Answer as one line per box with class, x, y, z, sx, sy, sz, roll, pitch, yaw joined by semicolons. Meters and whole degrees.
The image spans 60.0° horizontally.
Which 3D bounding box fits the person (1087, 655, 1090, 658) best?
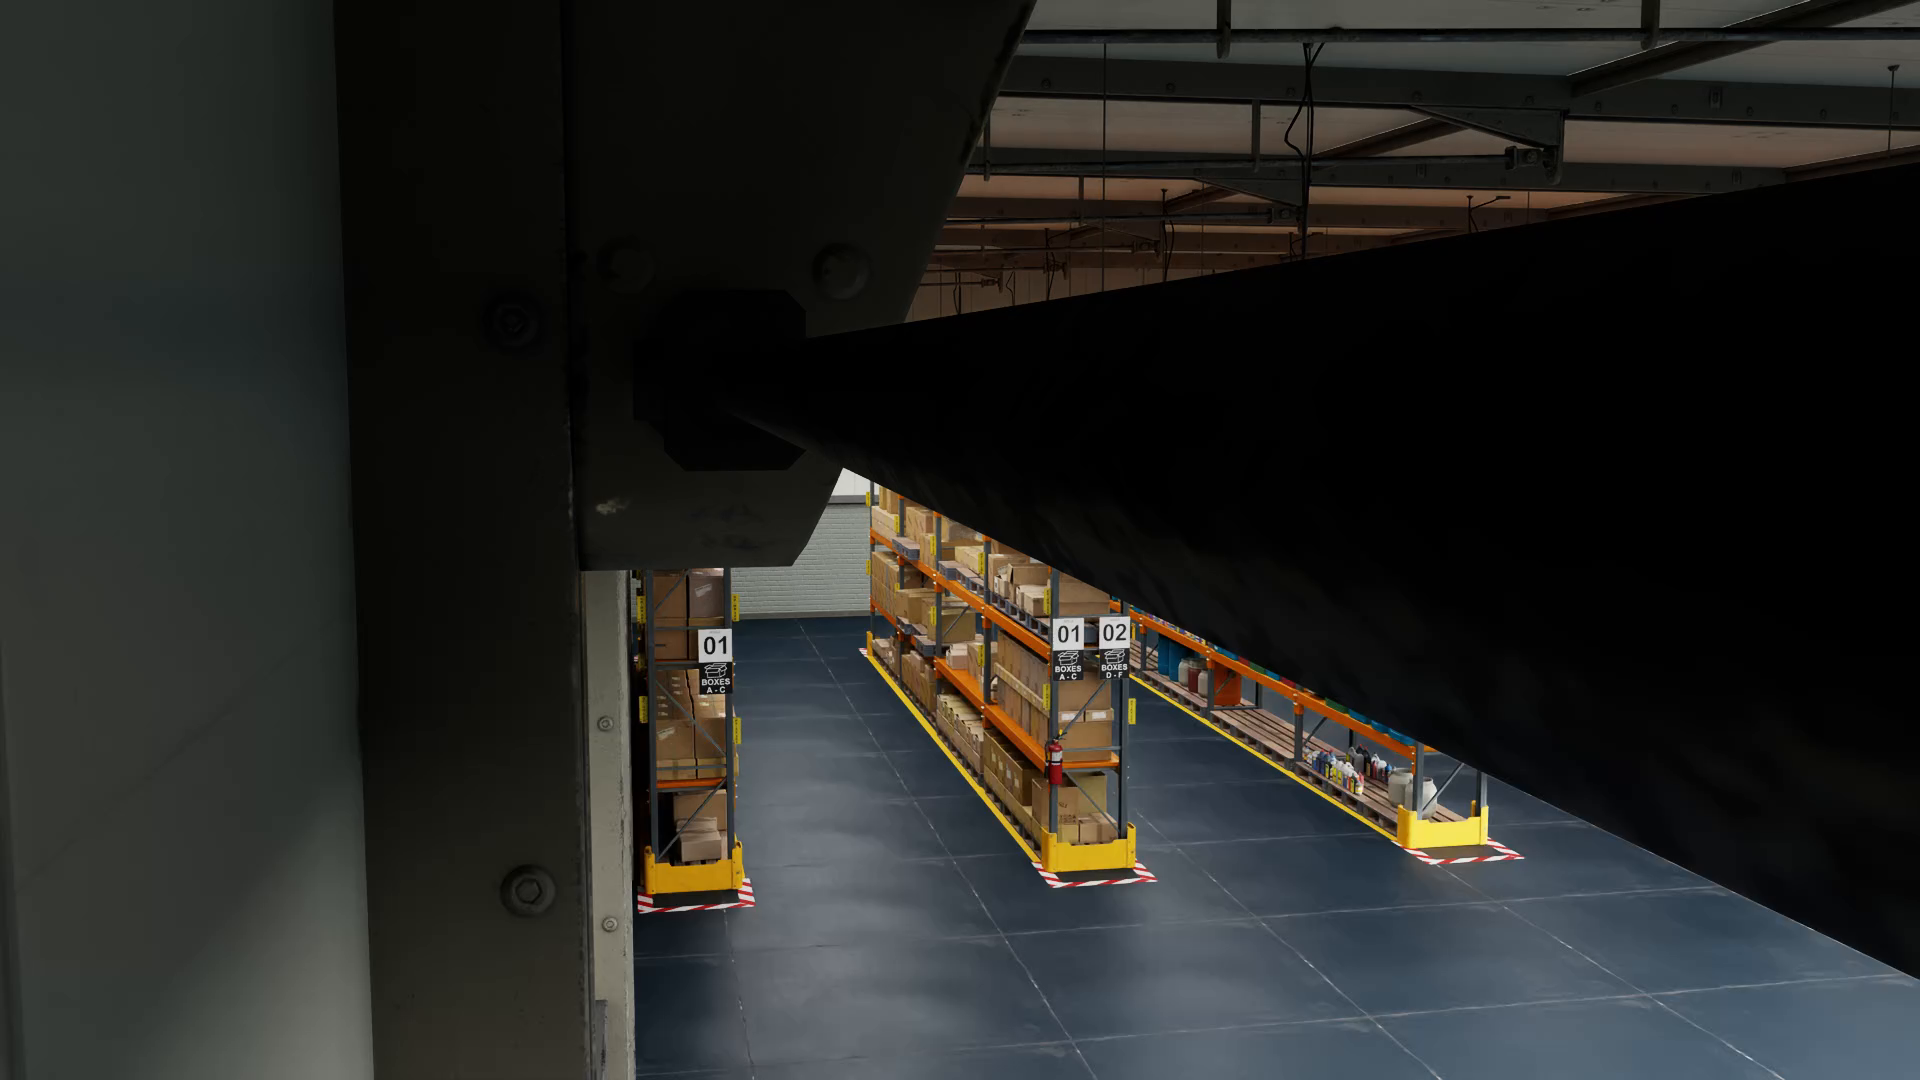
person;2.097;2.426;29.768;0.466;1.670;0.804;-2;6;-21
